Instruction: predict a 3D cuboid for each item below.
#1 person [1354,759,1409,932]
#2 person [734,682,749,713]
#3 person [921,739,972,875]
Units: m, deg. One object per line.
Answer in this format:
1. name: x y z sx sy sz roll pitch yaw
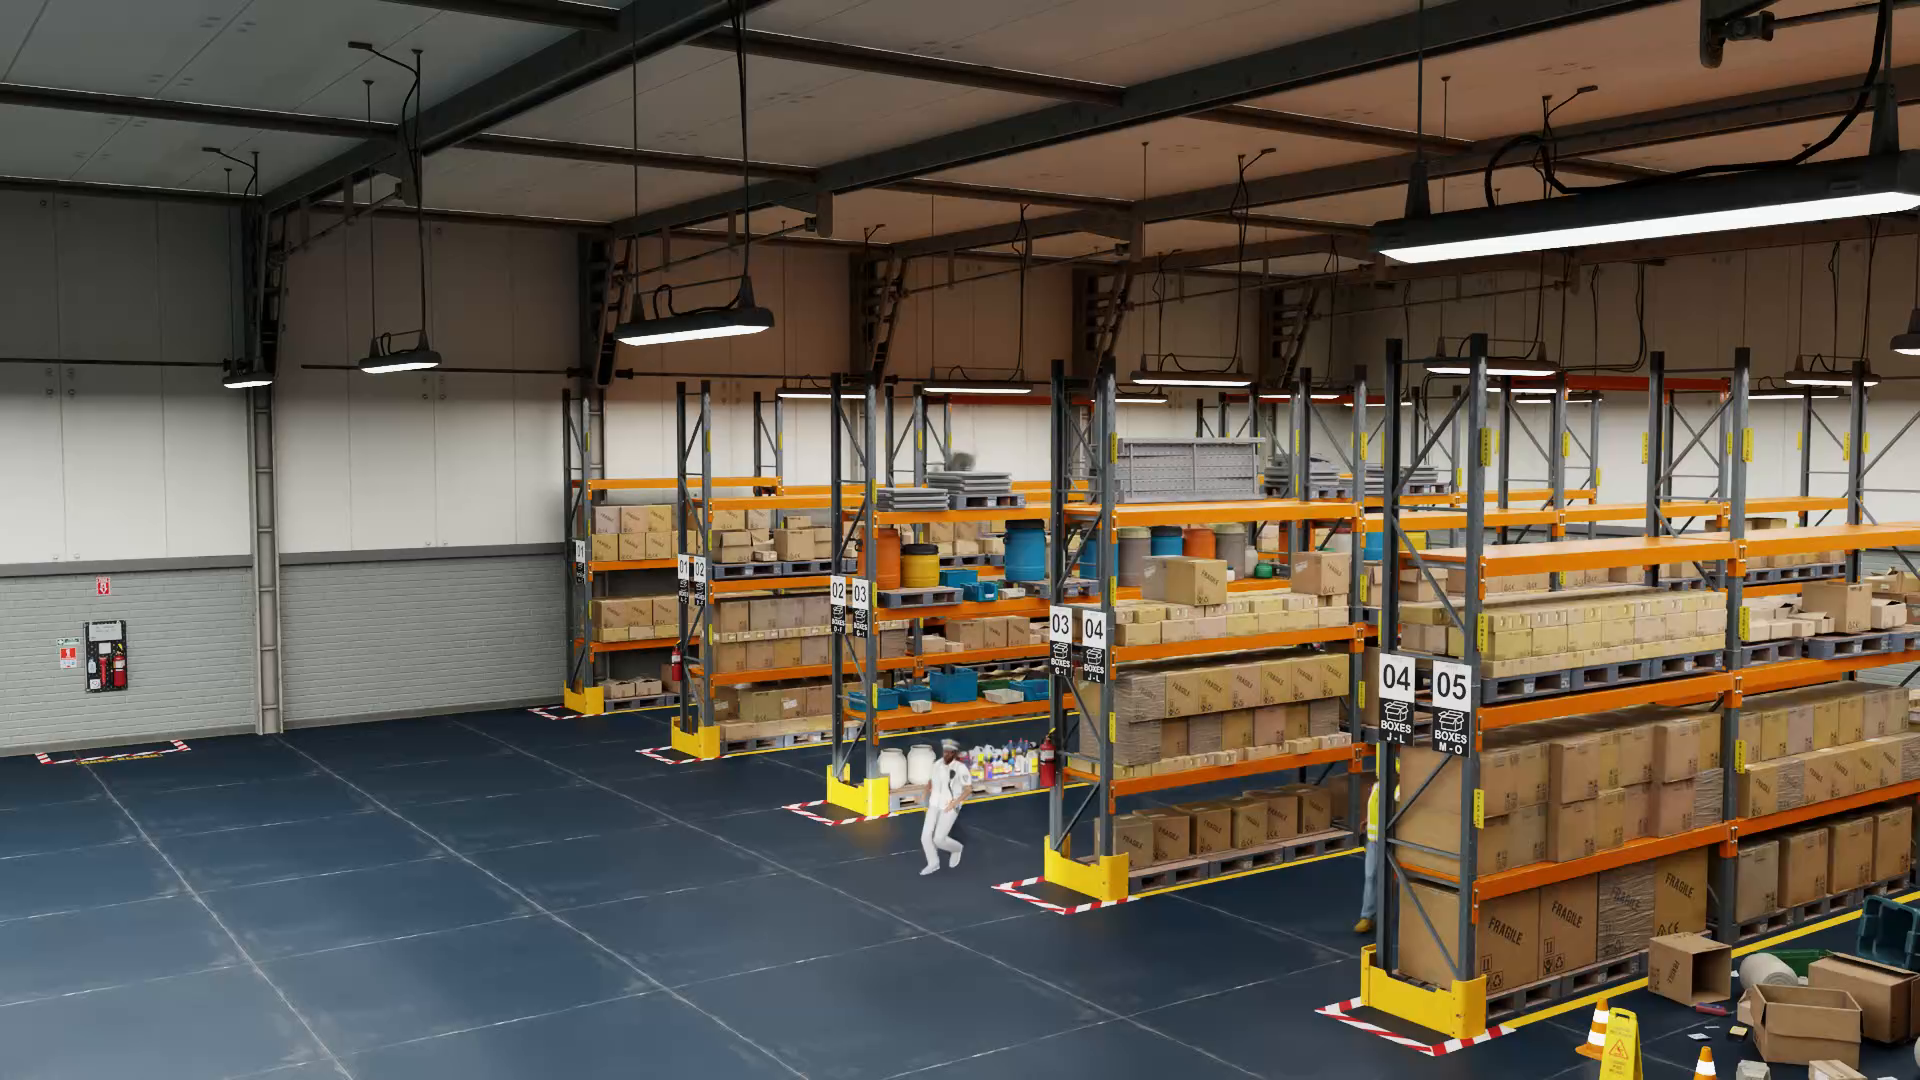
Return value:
1. person: 4.453 3.141 17.324 0.701 1.750 0.990 4 5 44
2. person: -3.856 2.377 29.600 0.795 1.840 0.633 -3 5 -41
3. person: -0.161 3.116 19.474 0.578 1.624 0.537 3 5 37
